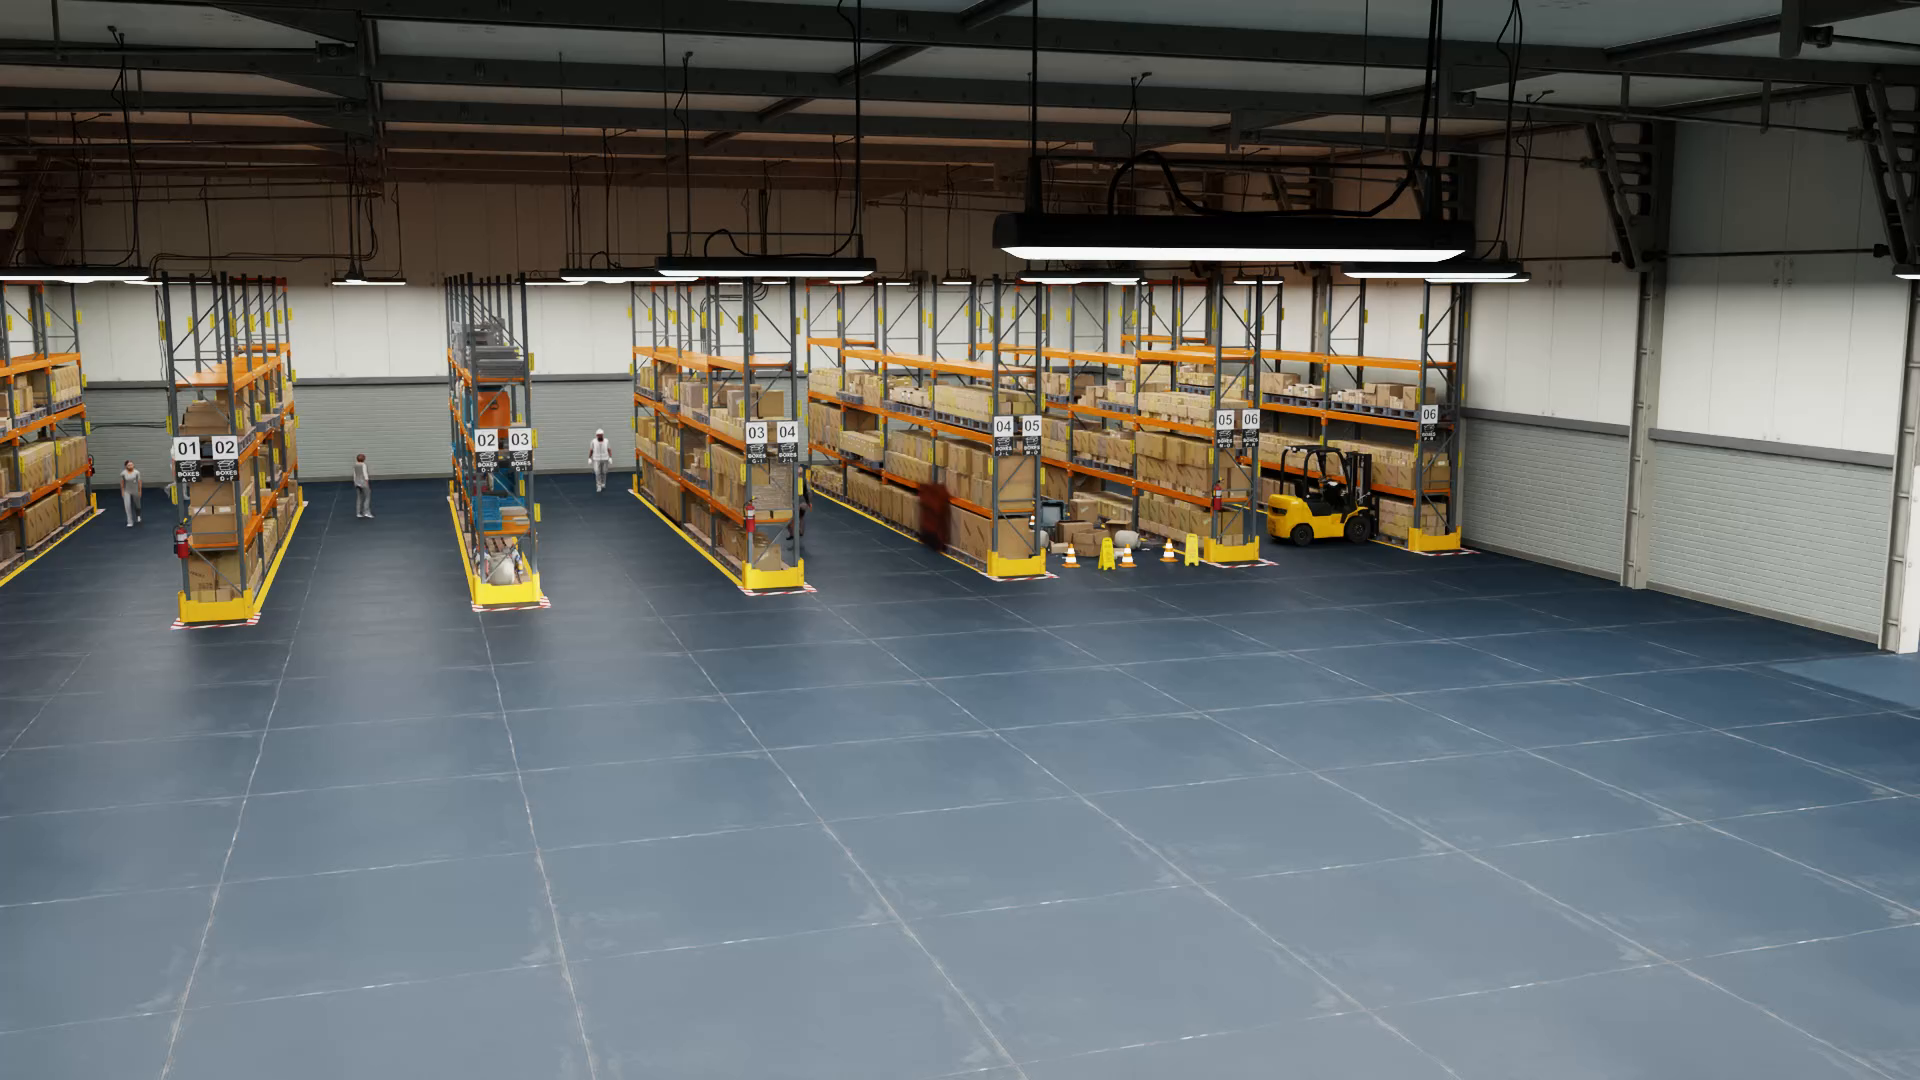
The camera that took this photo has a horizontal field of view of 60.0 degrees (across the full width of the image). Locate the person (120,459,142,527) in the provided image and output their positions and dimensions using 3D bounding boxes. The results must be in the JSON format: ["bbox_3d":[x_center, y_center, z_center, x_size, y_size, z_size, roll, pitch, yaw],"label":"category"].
[{"bbox_3d":[-20.065,-1.157,40.284,0.450,1.625,0.948,-3,9,-21],"label":"person"}]

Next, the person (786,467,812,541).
[{"bbox_3d":[-3.569,-0.816,36.656,0.621,1.590,0.679,-3,9,-17],"label":"person"}]

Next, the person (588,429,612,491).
[{"bbox_3d":[-10.224,-2.287,47.266,0.655,1.719,1.039,-3,9,-16],"label":"person"}]

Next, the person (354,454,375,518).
[{"bbox_3d":[-15.049,-1.350,41.798,0.491,1.639,0.377,4,9,23],"label":"person"}]

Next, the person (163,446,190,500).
[{"bbox_3d":[-21.303,-1.963,45.229,0.766,1.729,0.543,-3,9,-16],"label":"person"}]
